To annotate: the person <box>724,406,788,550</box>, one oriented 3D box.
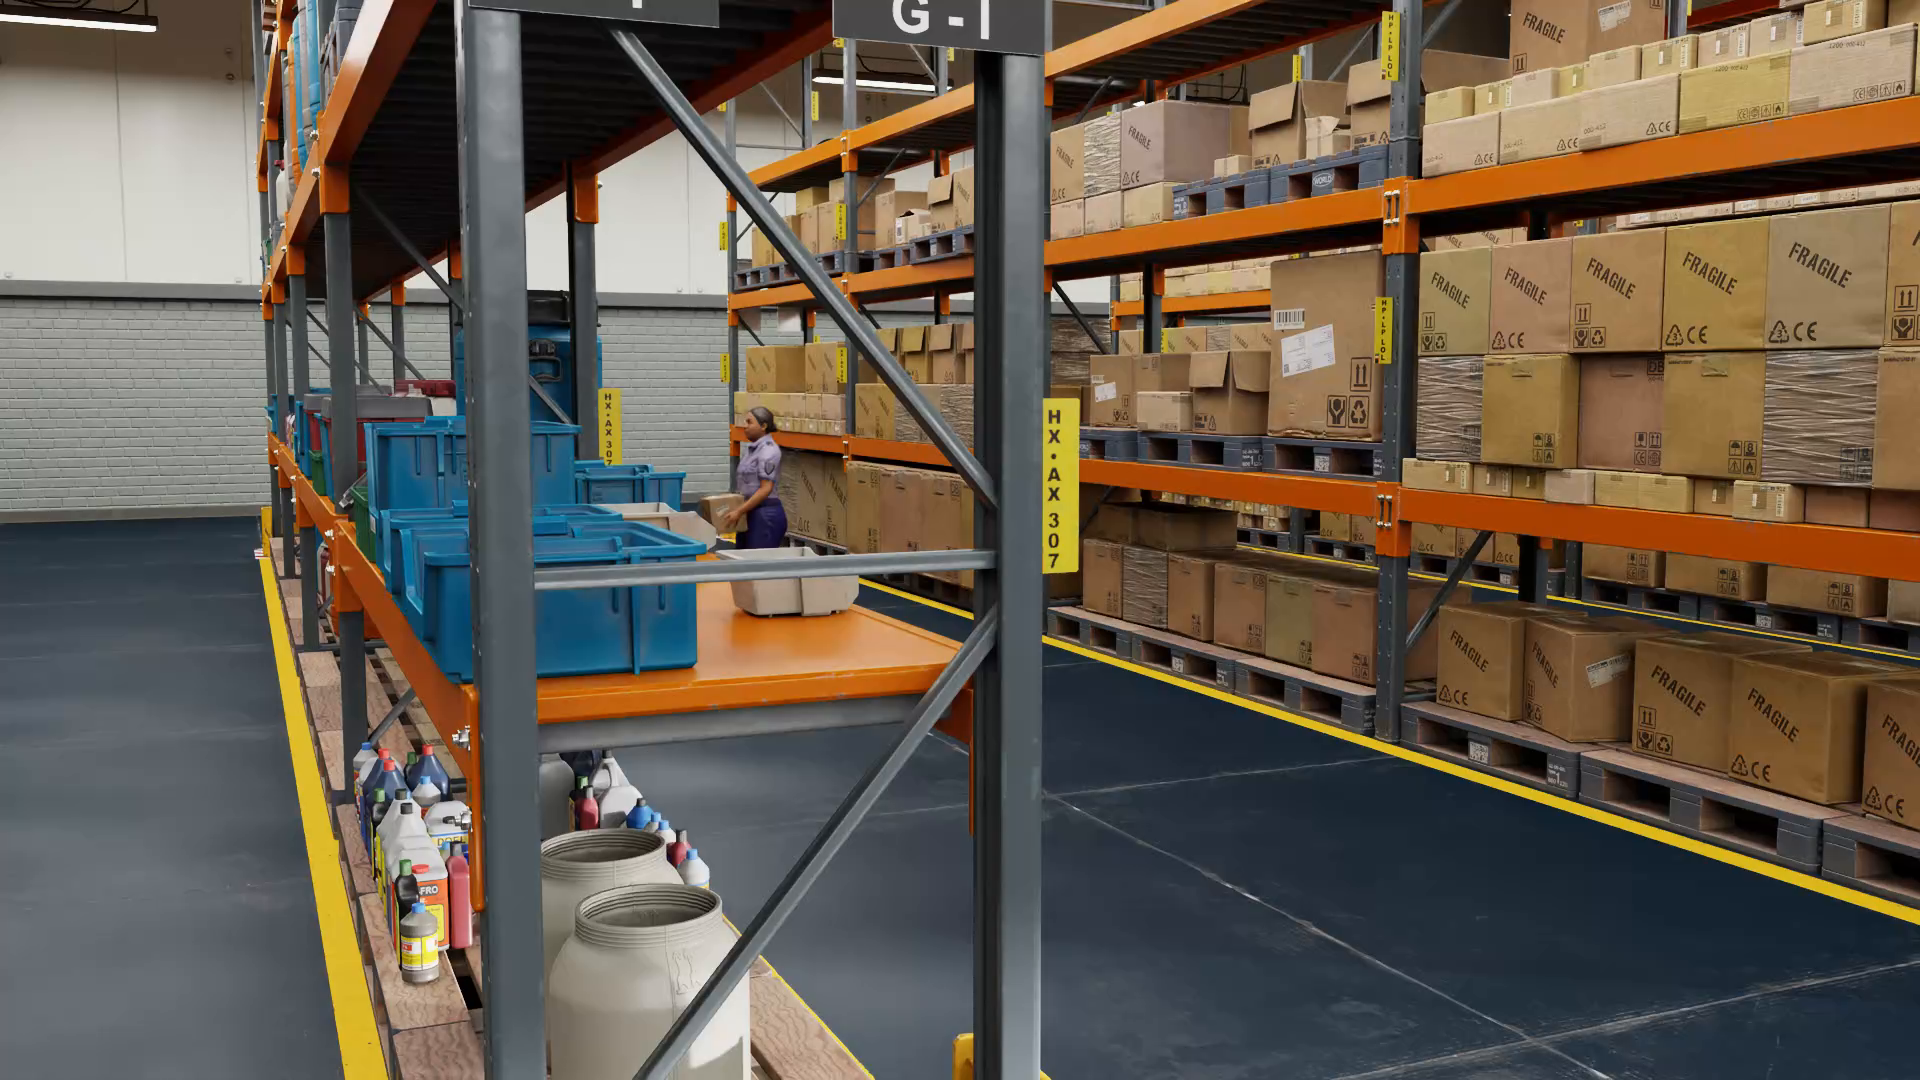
[{"bbox_3d":[-1.473,-0.114,11.719,0.476,1.654,0.487,-2,6,-24],"label":"person"}]
